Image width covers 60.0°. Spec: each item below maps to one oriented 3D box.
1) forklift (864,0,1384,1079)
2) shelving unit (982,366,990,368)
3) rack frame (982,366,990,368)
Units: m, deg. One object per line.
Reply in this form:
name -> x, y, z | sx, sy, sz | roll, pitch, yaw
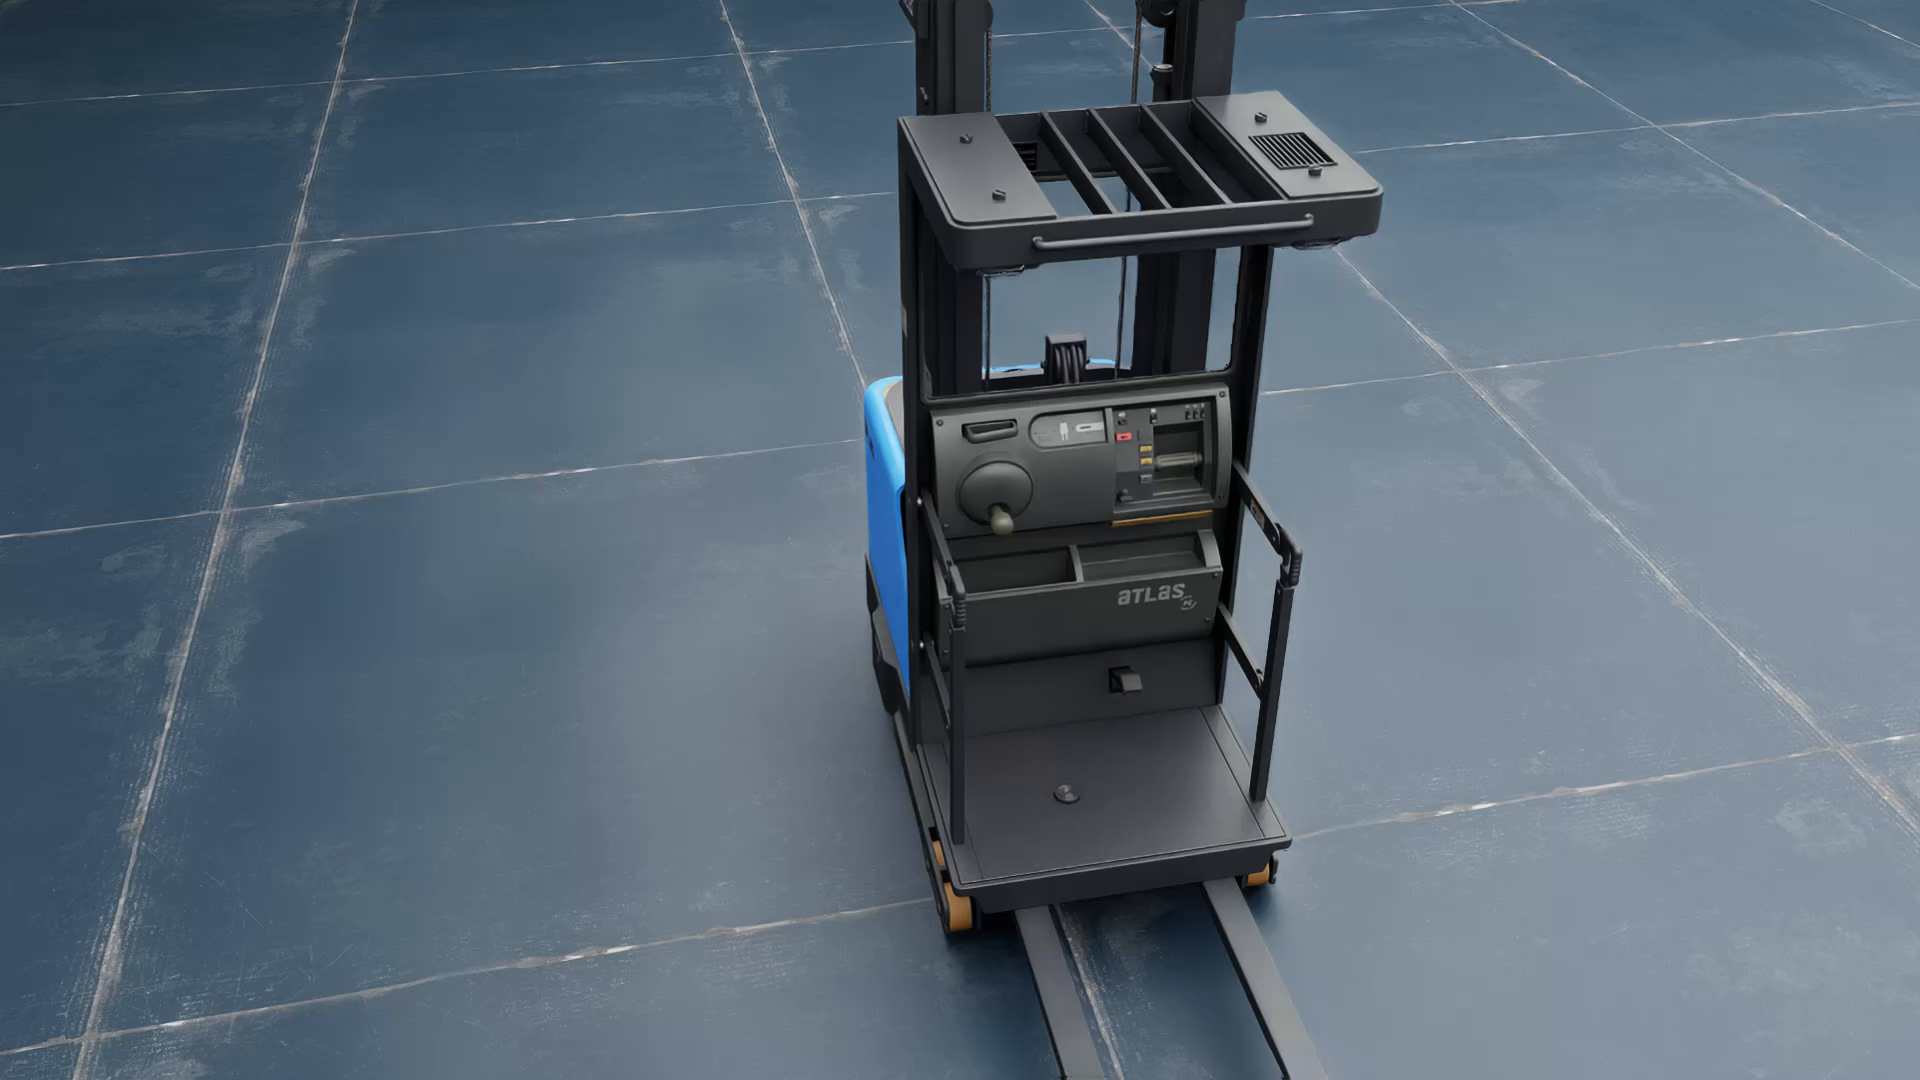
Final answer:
forklift -> 0.422, -0.182, 4.890 | 1.130, 2.935, 3.031 | -6, 34, -10
shelving unit -> -0.008, -0.373, 6.998 | 0.210, 0.900, 0.258 | -7, 35, -11
rack frame -> 0.091, -0.385, 7.016 | 0.006, 0.900, 0.240 | -7, 35, -11
